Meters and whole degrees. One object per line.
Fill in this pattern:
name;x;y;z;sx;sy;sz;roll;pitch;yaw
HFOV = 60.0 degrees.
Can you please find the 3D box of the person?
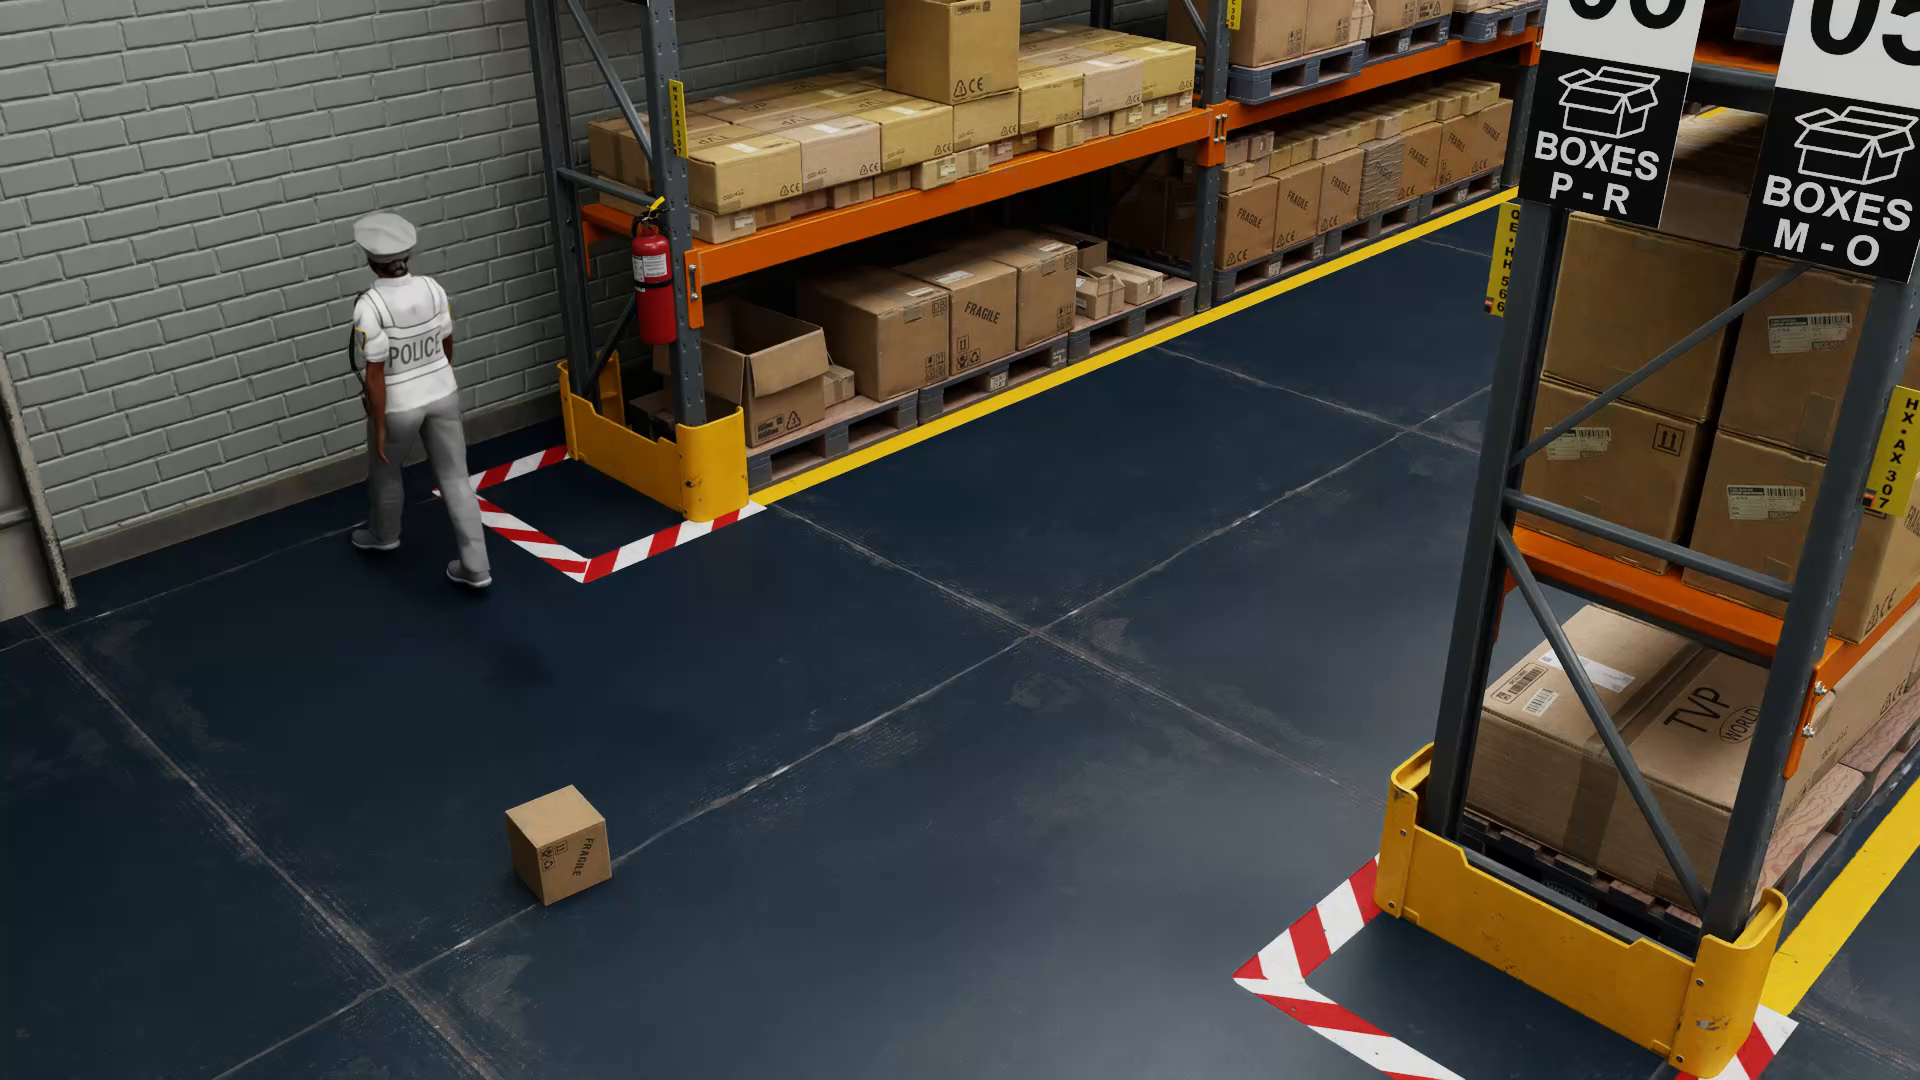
person;-2.428;-0.635;7.263;0.483;1.651;0.912;-24;36;-37
